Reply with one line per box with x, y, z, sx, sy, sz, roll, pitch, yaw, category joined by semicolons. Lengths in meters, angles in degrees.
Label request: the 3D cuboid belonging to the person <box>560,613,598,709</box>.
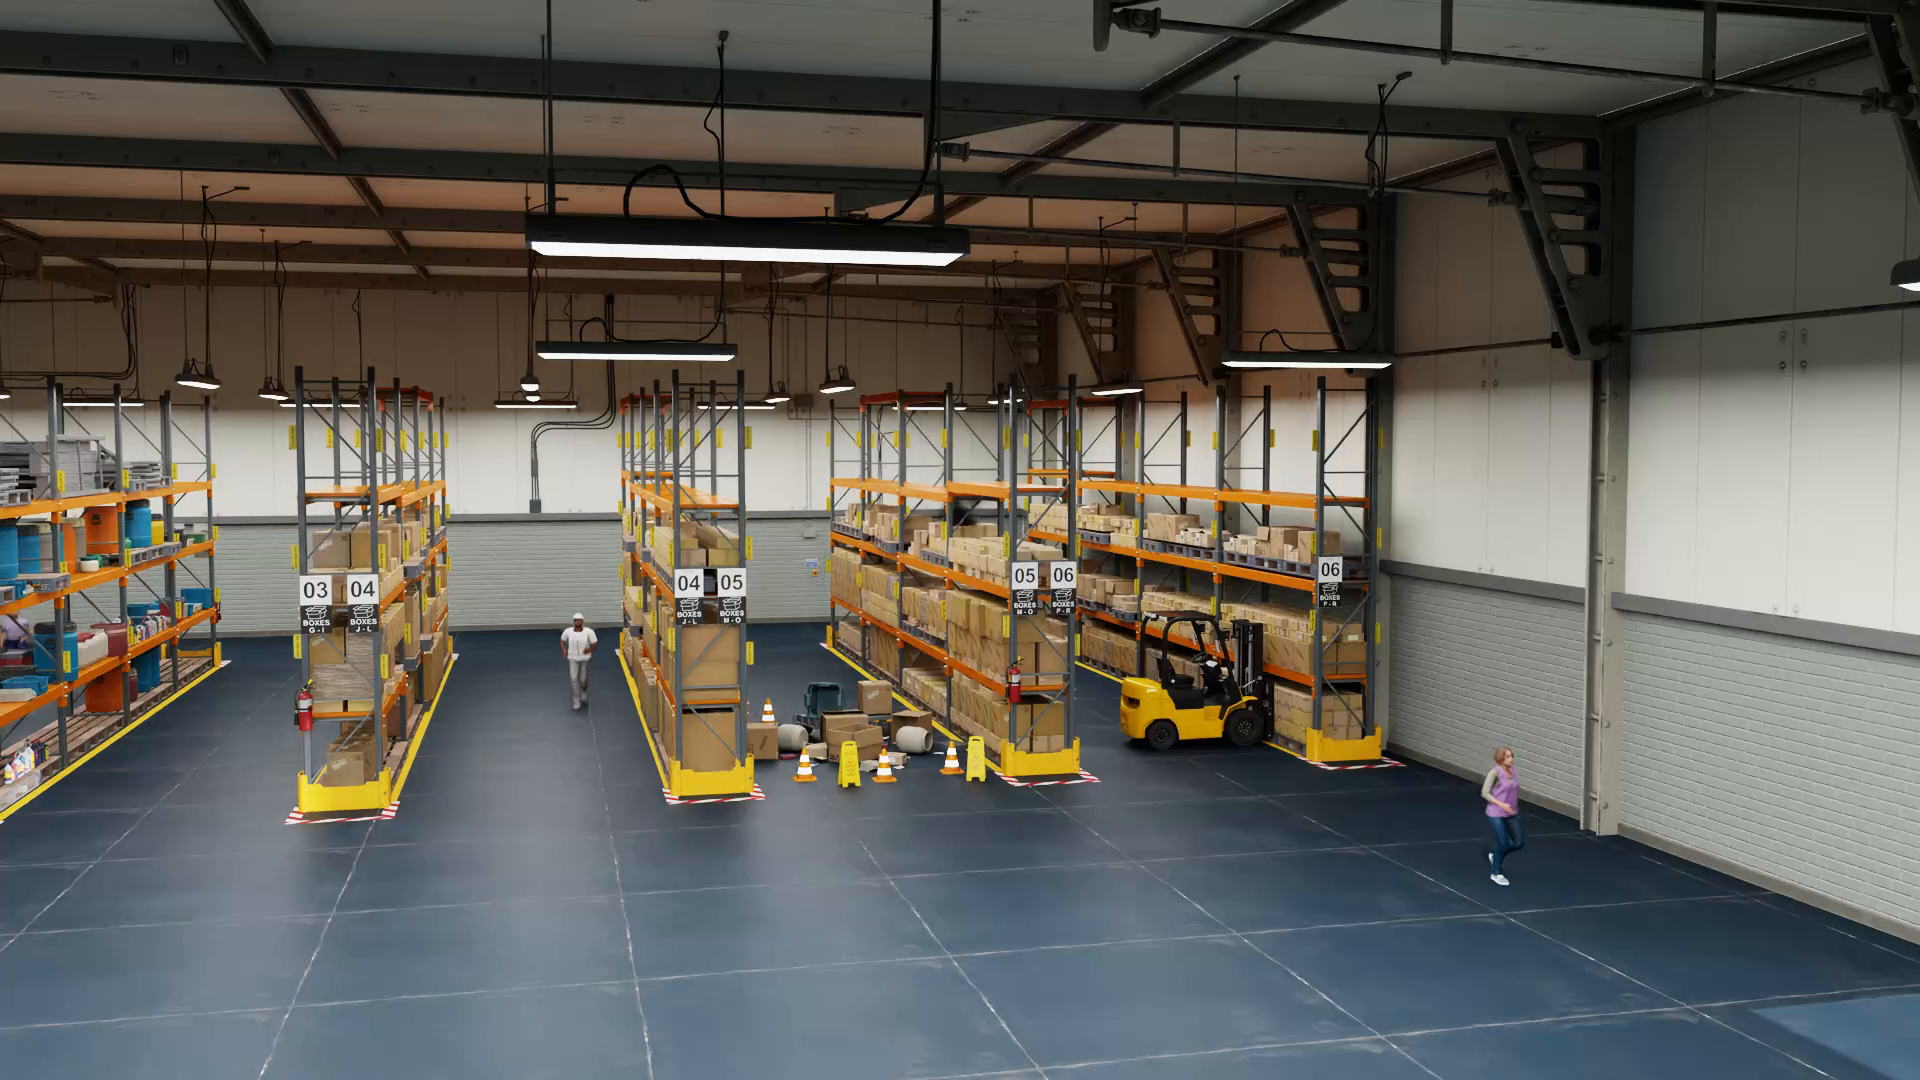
-7.160;2.247;31.259;0.704;1.766;0.896;-1;3;-9;person

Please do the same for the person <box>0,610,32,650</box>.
-19.467;2.165;34.267;0.618;1.583;0.561;-2;4;-25;person

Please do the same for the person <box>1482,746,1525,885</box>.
6.114;3.067;18.736;0.543;1.493;0.530;-2;4;-27;person
